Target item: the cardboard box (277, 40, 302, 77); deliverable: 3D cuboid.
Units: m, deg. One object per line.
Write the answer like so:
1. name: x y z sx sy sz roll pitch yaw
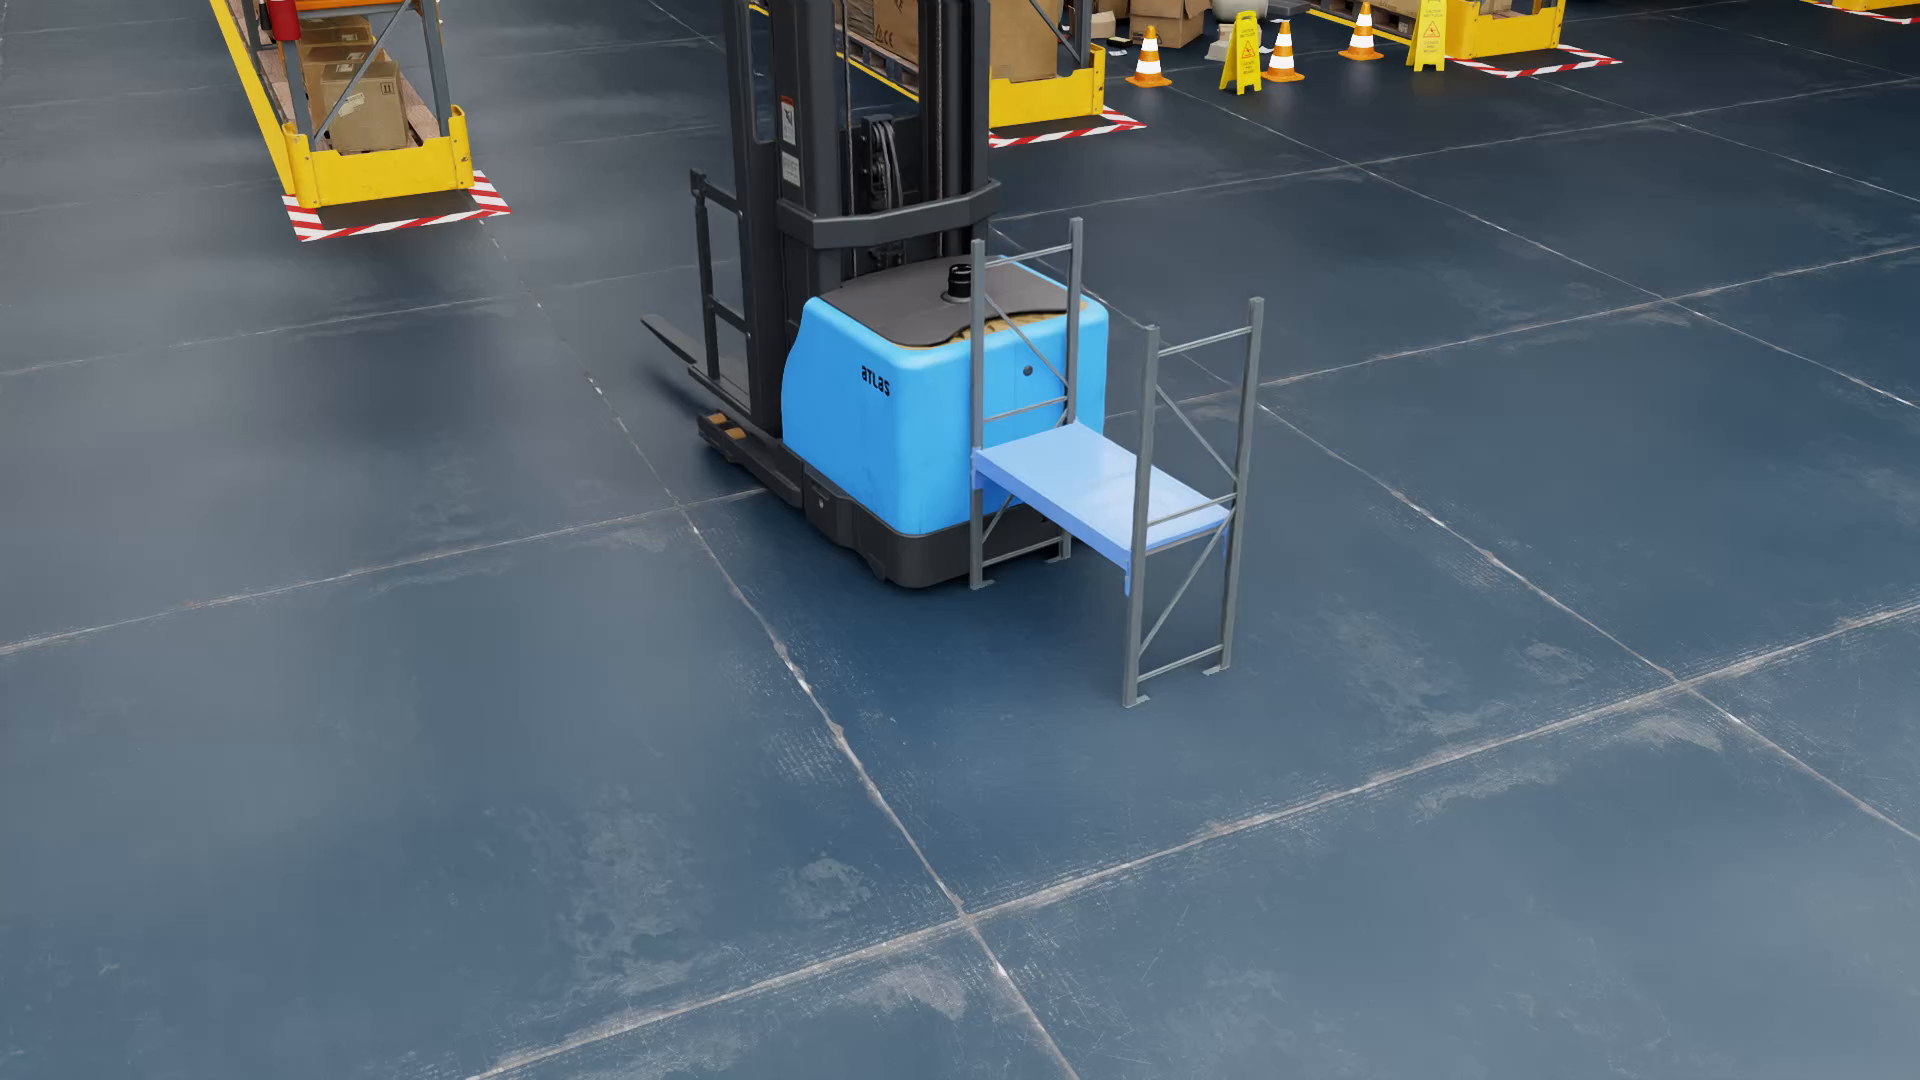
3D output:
1. cardboard box: -5.292 -4.129 13.673 0.500 0.500 0.500 -3 29 -6

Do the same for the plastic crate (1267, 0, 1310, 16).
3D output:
1. plastic crate: 3.204 -5.414 16.824 0.583 0.080 0.402 26 38 38

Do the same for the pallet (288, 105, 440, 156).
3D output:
1. pallet: -4.312 -2.889 12.187 1.003 0.211 1.213 -13 32 -22

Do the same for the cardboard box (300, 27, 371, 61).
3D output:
1. cardboard box: -4.755 -3.615 12.757 0.500 0.500 0.500 -10 31 -17

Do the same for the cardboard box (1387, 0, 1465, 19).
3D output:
1. cardboard box: 4.387 -5.081 15.627 0.500 0.250 0.500 -13 32 -22

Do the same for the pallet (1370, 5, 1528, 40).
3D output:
1. pallet: 4.638 -4.970 15.897 1.003 0.211 1.213 -13 32 -22

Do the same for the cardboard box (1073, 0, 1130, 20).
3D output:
1. cardboard box: 1.538 -5.412 16.249 0.797 0.637 0.503 -13 32 -22

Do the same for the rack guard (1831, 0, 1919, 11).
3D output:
1. rack guard: 9.479 -5.729 16.956 1.175 0.500 0.348 -13 32 -22

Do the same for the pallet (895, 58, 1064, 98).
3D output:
1. pallet: 0.146 -3.823 13.852 1.003 0.211 1.213 -13 32 -22

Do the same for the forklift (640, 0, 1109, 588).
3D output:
1. forklift: -0.607 -1.759 7.391 1.130 2.935 3.031 -18 34 -29

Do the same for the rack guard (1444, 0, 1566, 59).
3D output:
1. rack guard: 4.955 -4.730 15.173 1.175 0.500 0.348 -13 32 -22

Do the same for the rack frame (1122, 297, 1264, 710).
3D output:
1. rack frame: 0.816 -0.101 5.897 0.500 1.500 0.032 -18 34 -29

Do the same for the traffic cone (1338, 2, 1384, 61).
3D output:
1. traffic cone: 3.638 -4.599 14.978 0.336 0.463 0.334 -13 32 -22

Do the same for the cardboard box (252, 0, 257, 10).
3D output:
1. cardboard box: -6.352 -5.312 15.761 0.700 0.500 0.500 -16 33 -26

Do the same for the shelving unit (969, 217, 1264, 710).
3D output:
1. shelving unit: 0.536 -0.309 6.267 0.538 1.500 1.048 -18 34 -29

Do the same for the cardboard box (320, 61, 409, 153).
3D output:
1. cardboard box: -4.216 -3.078 11.798 0.500 0.500 0.500 -7 30 -13

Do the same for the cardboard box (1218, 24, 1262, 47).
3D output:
1. cardboard box: 2.601 -4.697 15.475 0.380 0.149 0.250 2 29 4

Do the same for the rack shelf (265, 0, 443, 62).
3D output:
1. rack shelf: -4.821 -4.275 12.543 1.077 0.370 4.000 -13 32 -22

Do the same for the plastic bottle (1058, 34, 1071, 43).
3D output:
1. plastic bottle: 0.901 -4.691 15.553 0.133 0.061 0.283 26 38 38

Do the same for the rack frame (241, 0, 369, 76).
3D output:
1. rack frame: -5.680 -5.473 13.942 1.000 3.000 0.127 -13 32 -22

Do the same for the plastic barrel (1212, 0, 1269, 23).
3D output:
1. plastic barrel: 2.734 -5.257 16.193 0.512 0.421 0.421 7 30 13

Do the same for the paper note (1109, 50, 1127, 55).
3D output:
1. paper note: 1.438 -4.437 15.134 0.144 0.017 0.142 -3 29 -5

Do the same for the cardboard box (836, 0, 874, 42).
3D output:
1. cardboard box: -0.560 -5.036 14.907 0.875 0.875 0.875 -13 32 -22

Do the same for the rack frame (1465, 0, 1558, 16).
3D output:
1. rack frame: 4.988 -5.786 14.502 1.000 3.000 0.127 -13 32 -22

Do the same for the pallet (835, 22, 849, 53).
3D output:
1. pallet: -0.901 -4.901 15.774 1.003 0.211 1.213 -13 32 -22

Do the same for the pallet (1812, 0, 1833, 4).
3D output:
1. pallet: 9.103 -5.943 17.633 1.003 0.211 1.213 -13 32 -22

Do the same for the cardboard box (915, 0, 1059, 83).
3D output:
1. cardboard box: 0.210 -4.244 13.495 0.875 0.875 0.875 -13 32 -22

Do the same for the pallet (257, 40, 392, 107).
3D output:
1. pallet: -5.360 -3.967 14.109 1.003 0.211 1.213 -13 32 -22

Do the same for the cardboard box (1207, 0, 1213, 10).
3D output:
1. cardboard box: 2.502 -5.705 16.910 0.500 0.500 0.500 7 30 13

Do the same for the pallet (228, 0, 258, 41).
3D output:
1. pallet: -6.543 -5.140 16.200 1.003 0.211 1.213 -13 32 -22

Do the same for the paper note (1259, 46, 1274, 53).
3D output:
1. paper note: 2.784 -4.491 15.228 0.142 0.019 0.148 26 38 38

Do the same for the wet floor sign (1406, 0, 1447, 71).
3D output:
1. wet floor sign: 4.103 -4.451 14.528 0.267 0.644 0.232 -3 29 -5
